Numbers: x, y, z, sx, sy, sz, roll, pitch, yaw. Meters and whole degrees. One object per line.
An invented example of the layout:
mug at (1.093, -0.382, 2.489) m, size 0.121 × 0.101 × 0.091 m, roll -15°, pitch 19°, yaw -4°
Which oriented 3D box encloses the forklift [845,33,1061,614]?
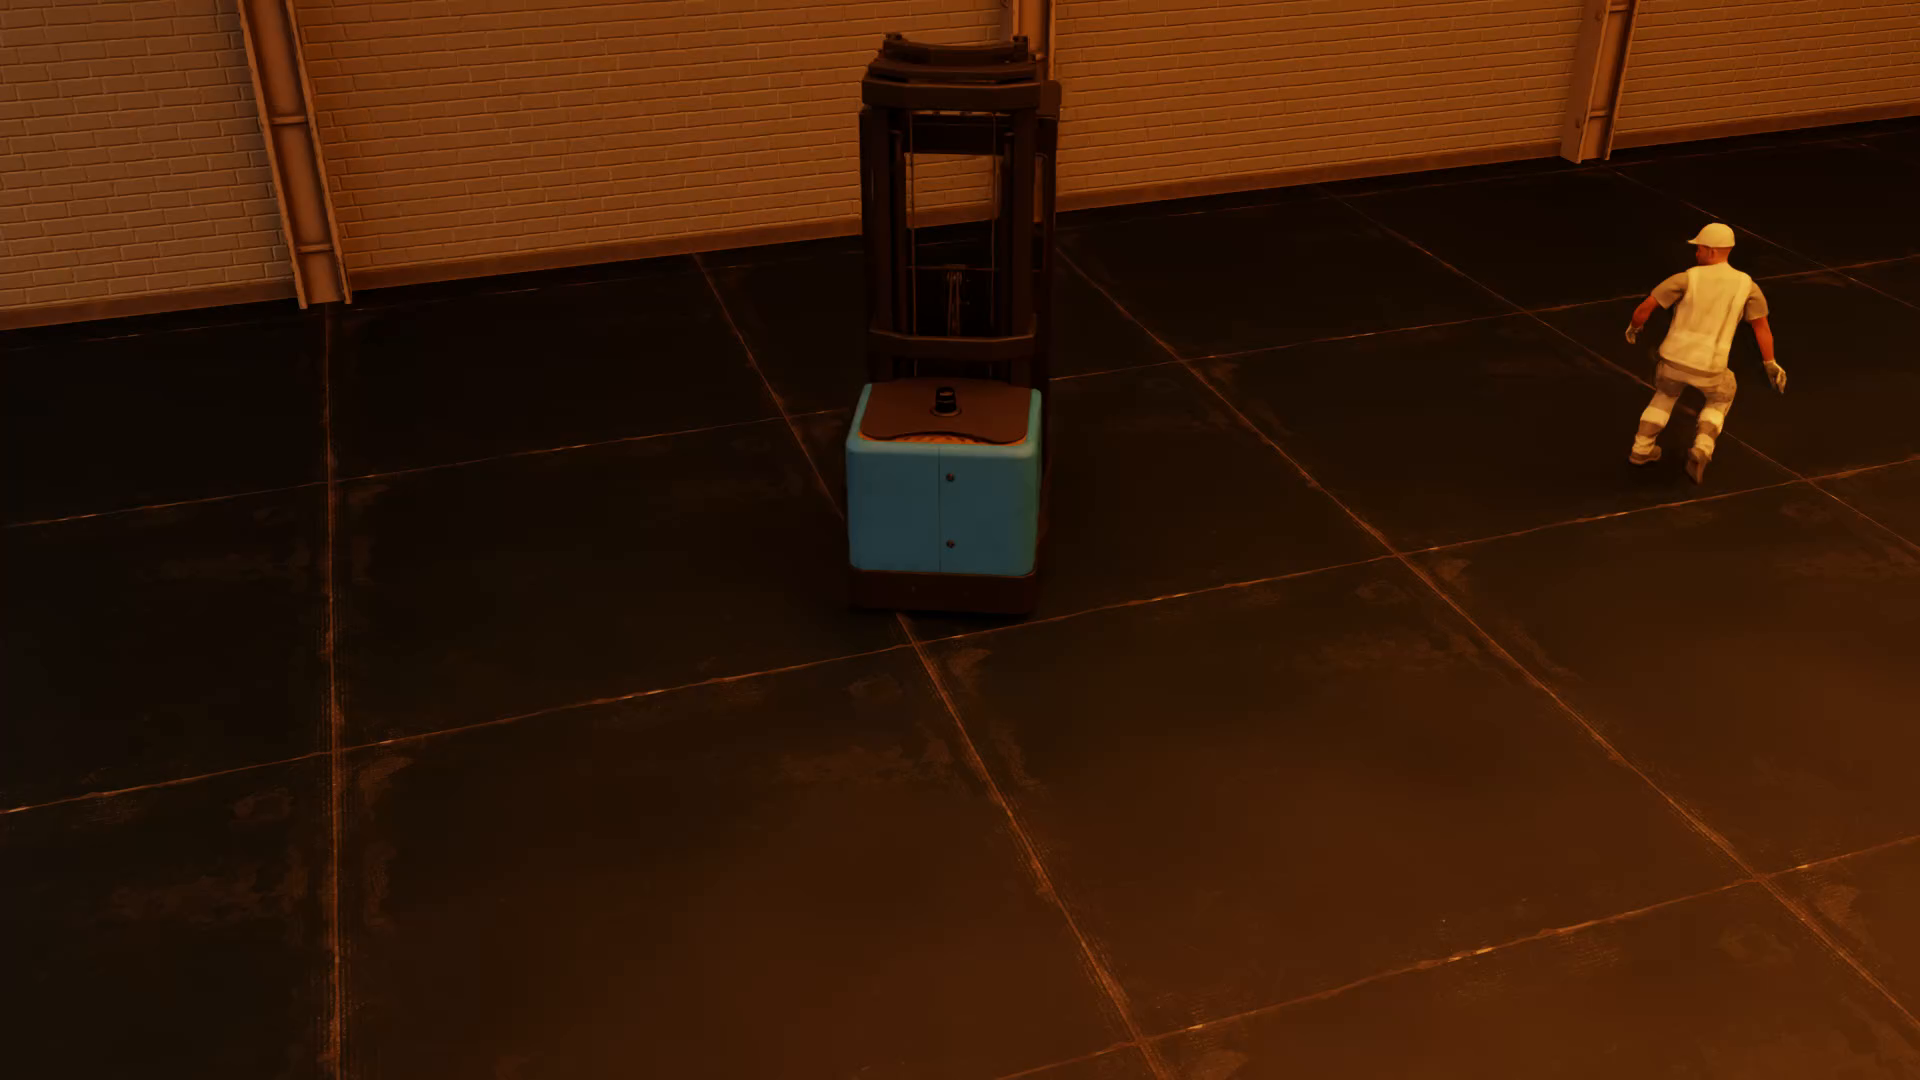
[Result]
forklift at (0.010, -1.567, 9.810) m, size 1.130 × 2.935 × 3.031 m, roll 2°, pitch 30°, yaw 4°

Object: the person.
person at (4.685, -1.149, 10.473) m, size 0.990 × 1.614 × 0.543 m, roll 15°, pitch 33°, yaw 24°
